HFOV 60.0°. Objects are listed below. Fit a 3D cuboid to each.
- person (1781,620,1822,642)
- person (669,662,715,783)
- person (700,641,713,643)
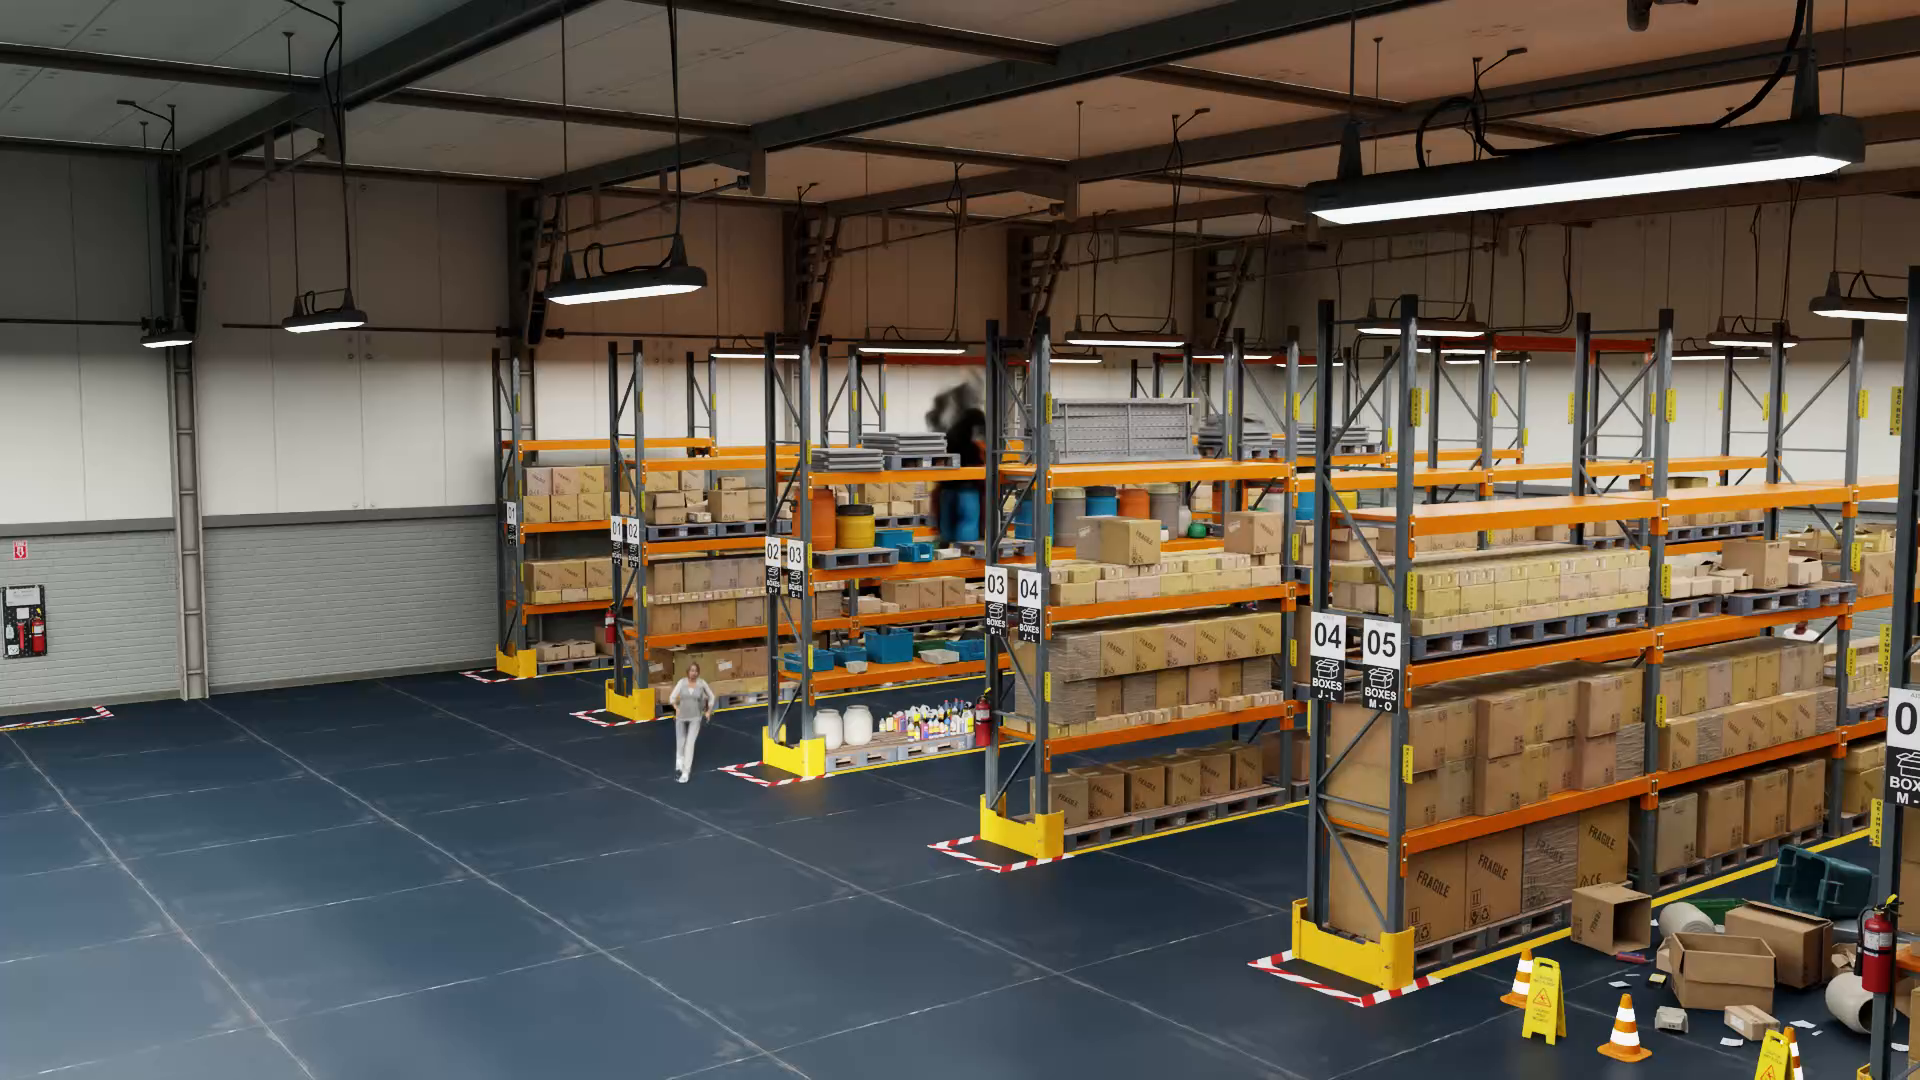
[{"bbox_3d":[13.090,2.009,26.001,0.675,1.786,0.720,4,7,41],"label":"person"},{"bbox_3d":[-3.598,2.410,22.337,0.607,1.573,0.791,-1,5,-7],"label":"person"},{"bbox_3d":[-4.513,1.708,30.041,0.630,1.650,0.745,4,7,41],"label":"person"}]
